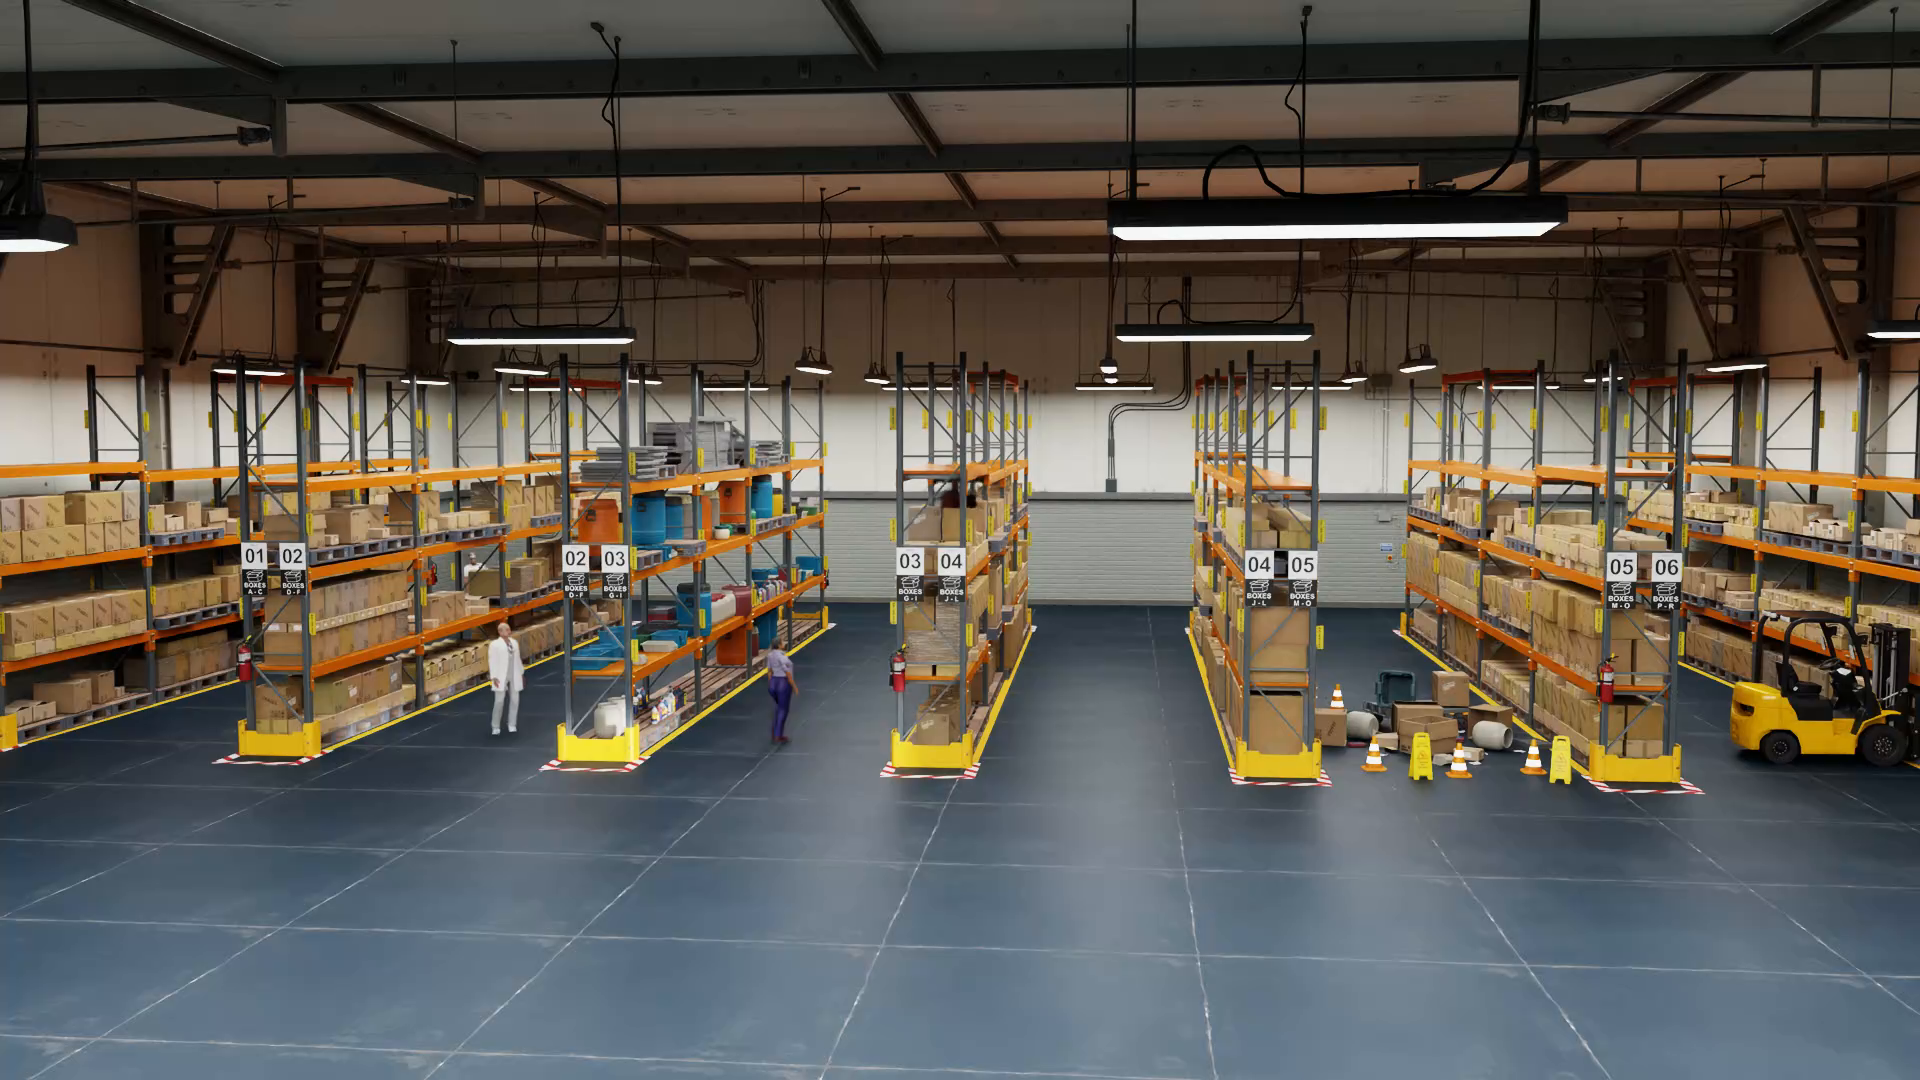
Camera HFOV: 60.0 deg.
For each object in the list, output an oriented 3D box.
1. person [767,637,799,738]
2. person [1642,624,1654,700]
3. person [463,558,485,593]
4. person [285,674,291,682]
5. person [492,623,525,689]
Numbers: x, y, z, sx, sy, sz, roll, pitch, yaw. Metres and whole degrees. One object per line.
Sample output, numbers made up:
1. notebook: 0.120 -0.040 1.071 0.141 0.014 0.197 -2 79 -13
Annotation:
1. person: -2.779 2.282 26.062 0.506 1.564 0.461 3 5 38
2. person: 11.605 2.185 28.124 0.382 1.533 0.437 2 5 28
3. person: -11.954 1.209 41.169 0.636 1.710 0.476 -1 4 -20
4. person: -12.531 2.044 31.044 0.485 1.406 0.842 0 4 -2
5. person: -7.298 1.855 26.830 0.598 1.042 0.421 -3 5 -33
